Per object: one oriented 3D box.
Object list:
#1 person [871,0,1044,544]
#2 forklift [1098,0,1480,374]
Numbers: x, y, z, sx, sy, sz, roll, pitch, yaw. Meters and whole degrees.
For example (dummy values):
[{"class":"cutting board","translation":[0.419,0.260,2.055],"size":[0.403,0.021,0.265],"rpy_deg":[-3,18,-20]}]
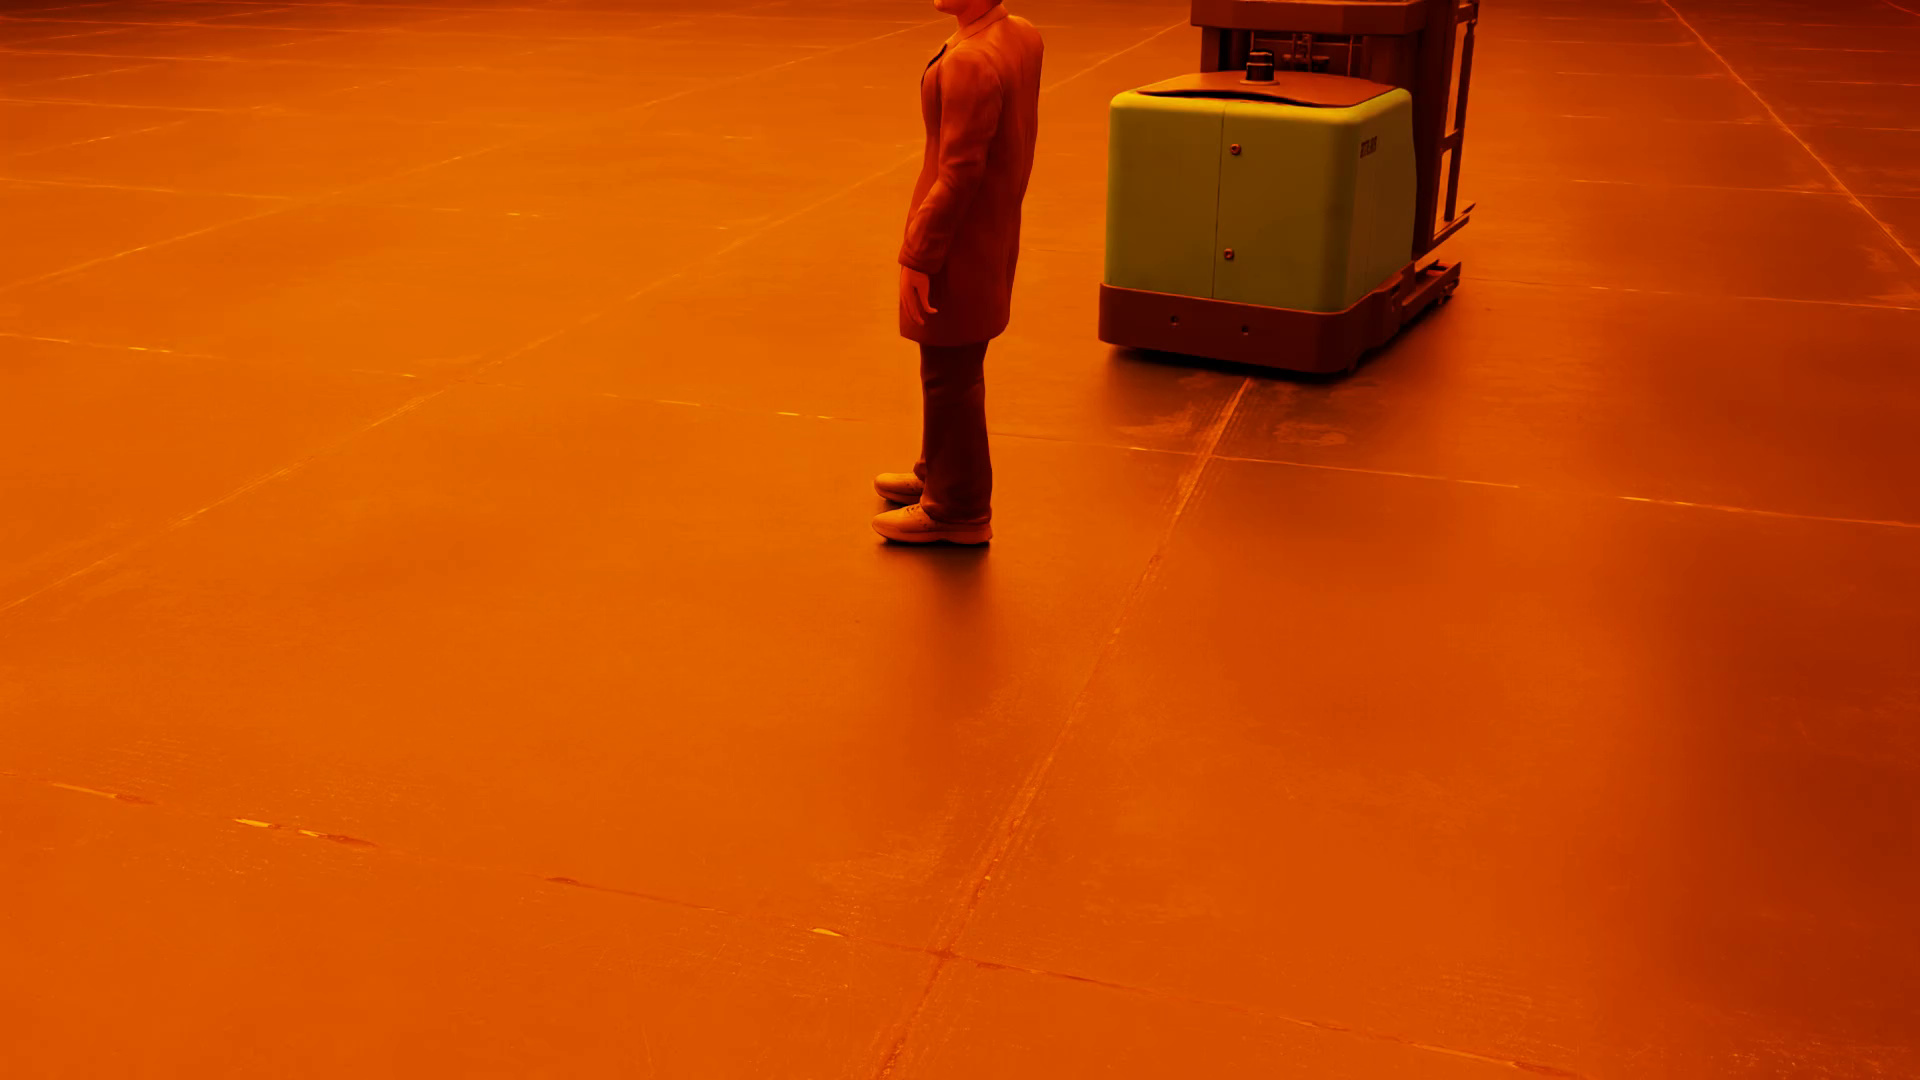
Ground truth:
[{"class":"person","translation":[-0.087,-0.834,4.810],"size":[0.579,1.764,0.698],"rpy_deg":[7,23,16]},{"class":"forklift","translation":[1.738,-2.527,7.400],"size":[1.130,2.935,3.031],"rpy_deg":[12,25,27]}]
